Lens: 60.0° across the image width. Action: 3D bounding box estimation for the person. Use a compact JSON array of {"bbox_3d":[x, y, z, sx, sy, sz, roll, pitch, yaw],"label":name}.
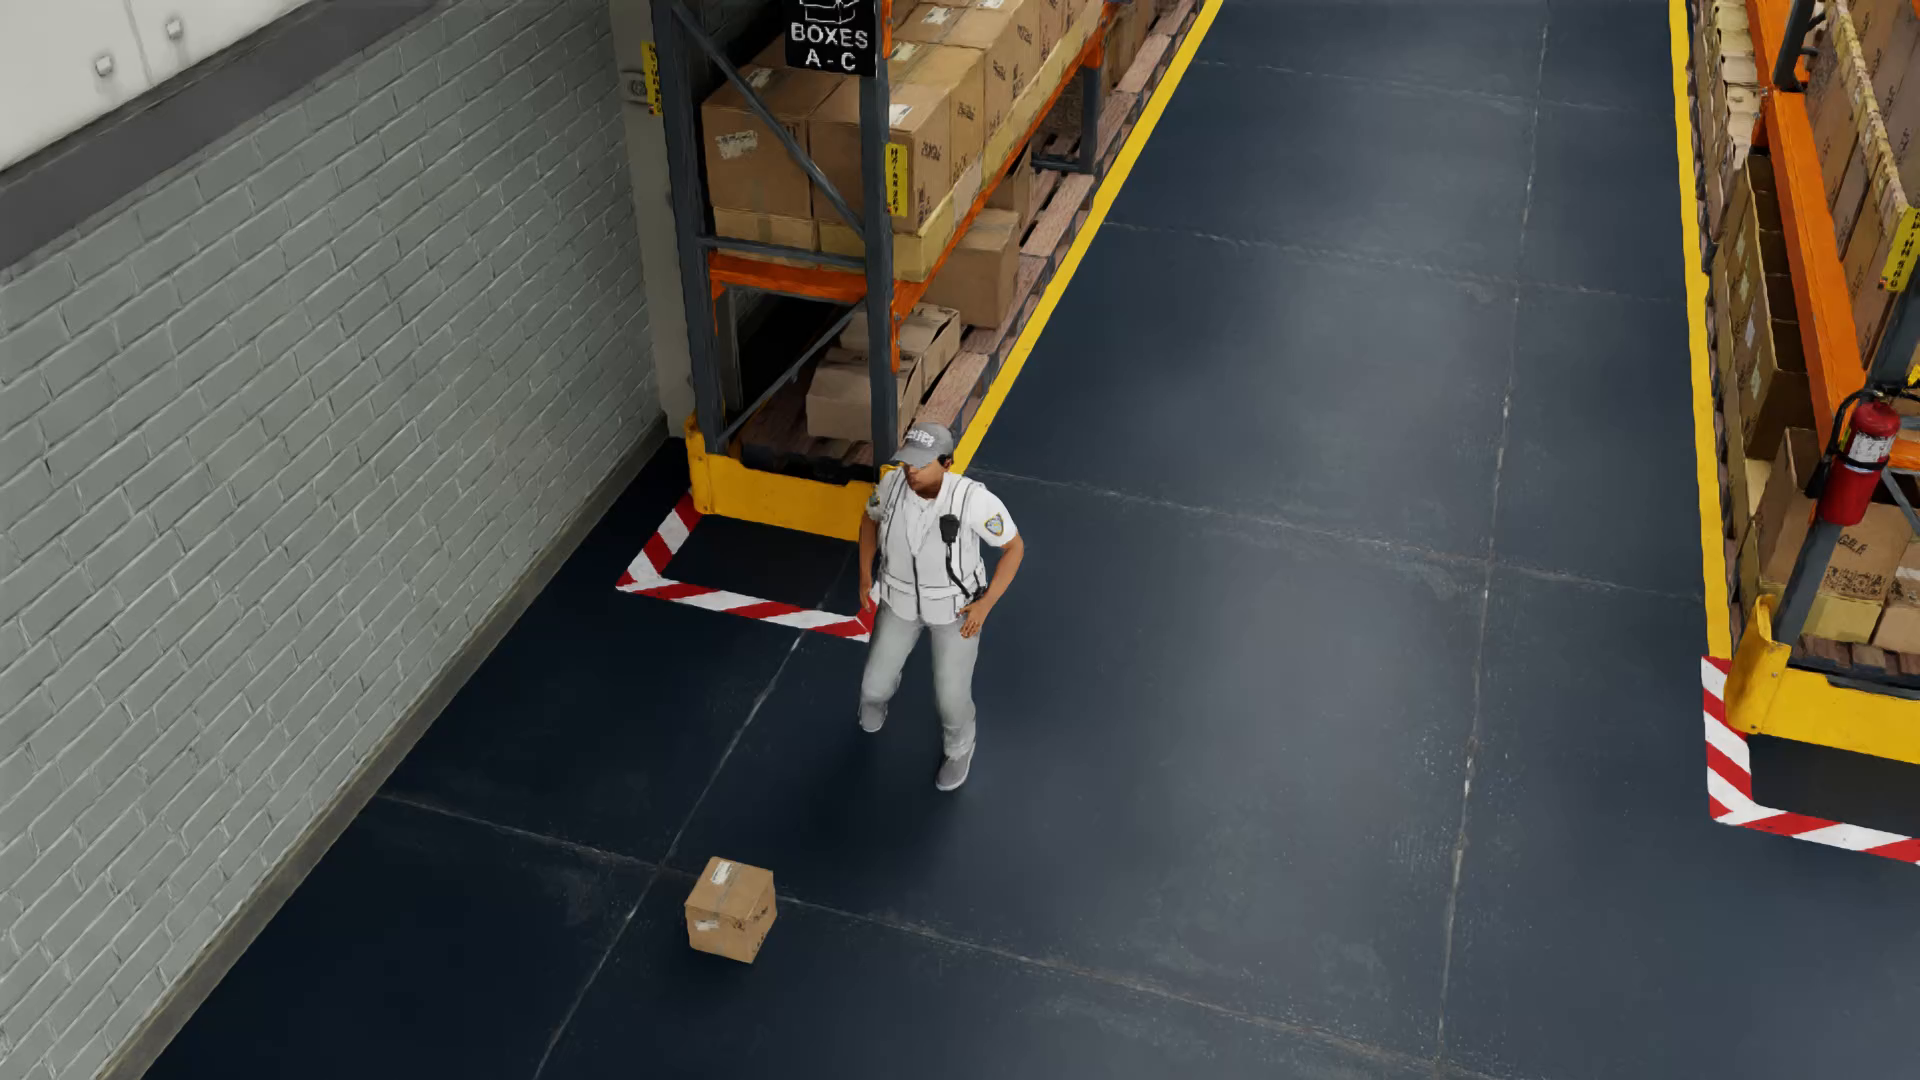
[{"bbox_3d":[-0.120,0.269,6.567,0.707,1.637,0.477,10,38,13],"label":"person"}]
